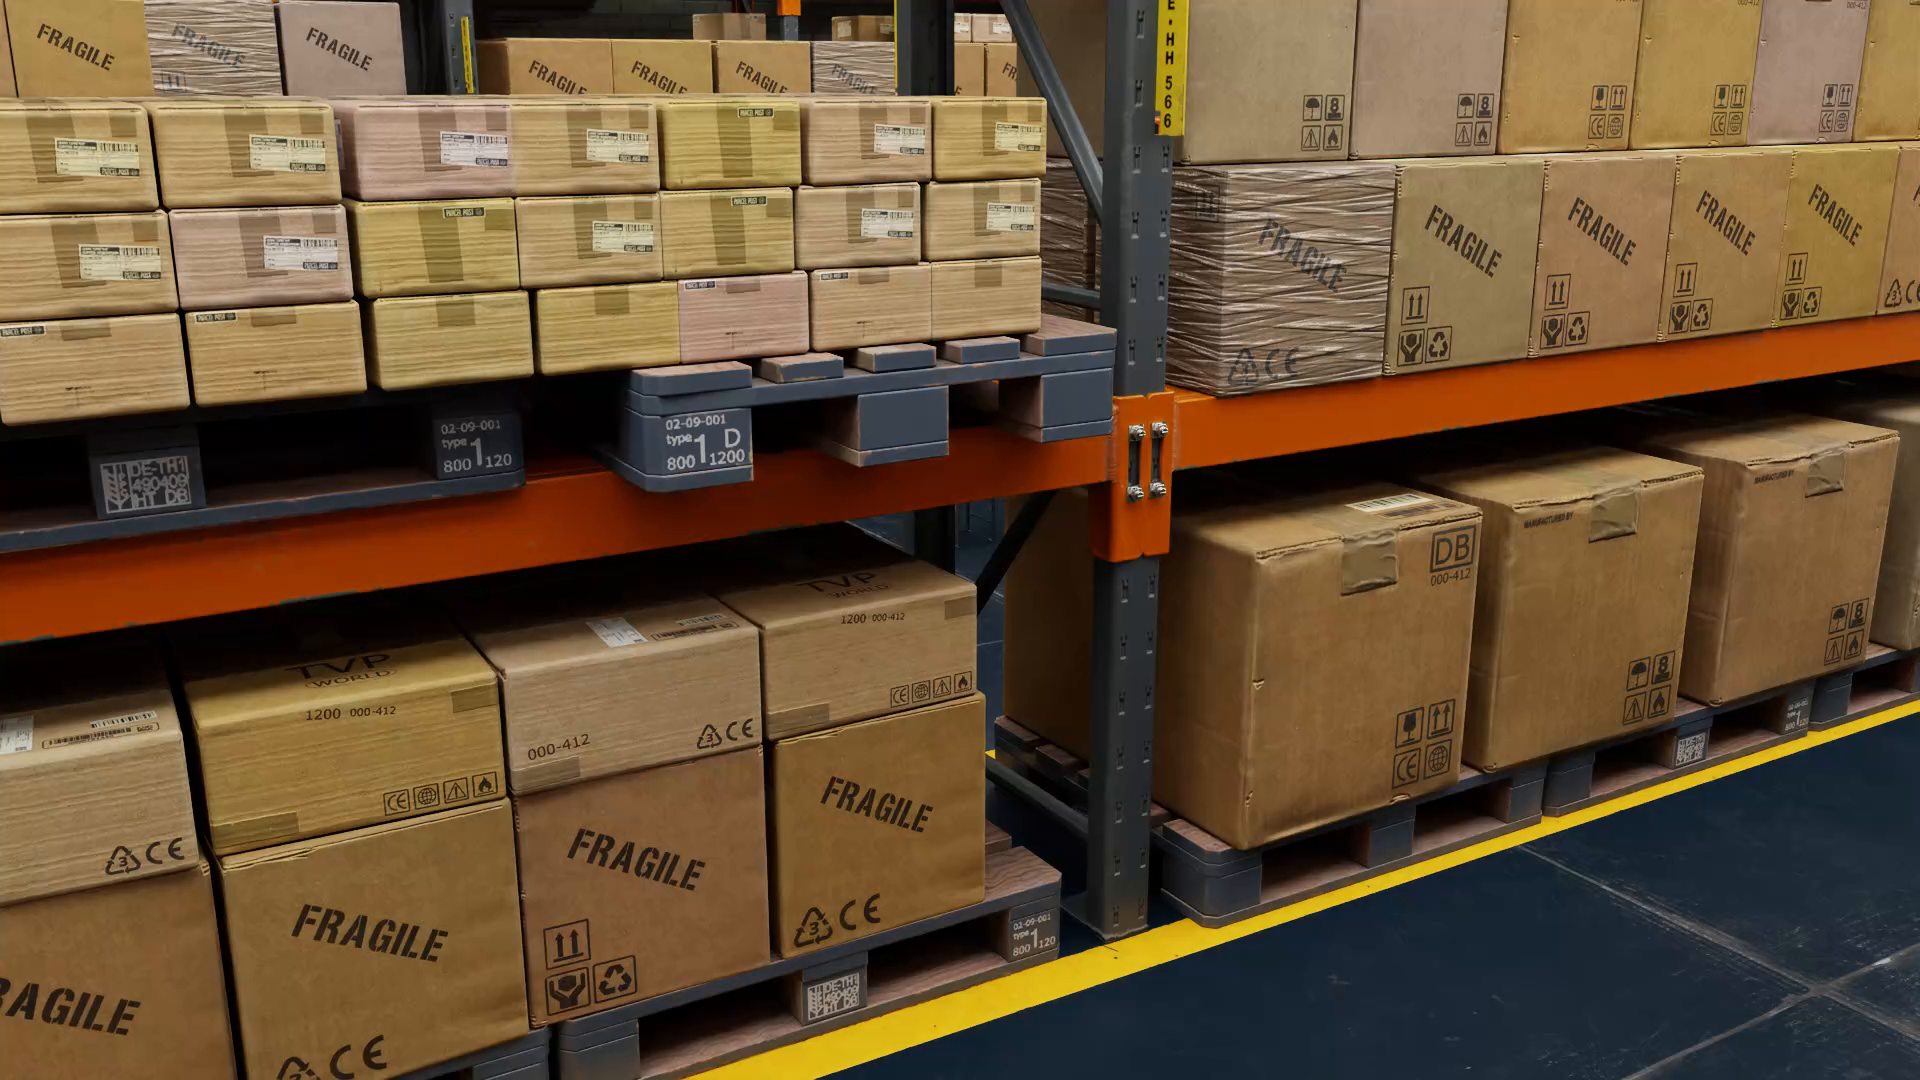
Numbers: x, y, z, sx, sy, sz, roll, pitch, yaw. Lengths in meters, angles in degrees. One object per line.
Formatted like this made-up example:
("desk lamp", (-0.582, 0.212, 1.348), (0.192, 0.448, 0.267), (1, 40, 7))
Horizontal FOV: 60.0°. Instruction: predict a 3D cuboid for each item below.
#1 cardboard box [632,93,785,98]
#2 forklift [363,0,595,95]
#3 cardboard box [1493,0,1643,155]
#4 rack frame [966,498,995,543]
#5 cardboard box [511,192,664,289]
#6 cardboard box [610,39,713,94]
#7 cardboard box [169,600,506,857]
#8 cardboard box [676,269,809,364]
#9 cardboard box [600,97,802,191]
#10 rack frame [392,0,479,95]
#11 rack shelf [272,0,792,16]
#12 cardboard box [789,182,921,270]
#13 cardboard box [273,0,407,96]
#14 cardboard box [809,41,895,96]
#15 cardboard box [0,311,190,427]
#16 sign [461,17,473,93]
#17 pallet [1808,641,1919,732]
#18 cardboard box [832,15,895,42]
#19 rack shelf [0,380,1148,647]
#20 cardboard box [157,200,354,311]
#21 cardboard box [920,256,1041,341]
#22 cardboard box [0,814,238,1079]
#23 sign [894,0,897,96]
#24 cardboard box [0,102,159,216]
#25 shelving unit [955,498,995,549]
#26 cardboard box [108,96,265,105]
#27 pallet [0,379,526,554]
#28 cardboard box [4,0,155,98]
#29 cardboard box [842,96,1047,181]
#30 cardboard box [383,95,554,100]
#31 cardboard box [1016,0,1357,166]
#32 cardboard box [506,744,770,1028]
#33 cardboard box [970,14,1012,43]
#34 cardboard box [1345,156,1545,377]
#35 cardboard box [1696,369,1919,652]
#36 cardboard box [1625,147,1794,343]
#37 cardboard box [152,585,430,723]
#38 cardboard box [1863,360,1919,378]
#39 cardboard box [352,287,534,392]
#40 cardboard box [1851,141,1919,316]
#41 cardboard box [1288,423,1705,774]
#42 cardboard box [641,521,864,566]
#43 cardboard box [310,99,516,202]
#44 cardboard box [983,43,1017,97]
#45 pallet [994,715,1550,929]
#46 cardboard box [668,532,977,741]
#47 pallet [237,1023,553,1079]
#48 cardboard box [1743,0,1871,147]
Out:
("cardboard box", (-0.579, -0.913, 3.696), (0.250, 0.149, 0.380), (-10, 18, -31))
("forklift", (-2.861, -2.392, 10.513), (3.031, 2.935, 1.130), (-9, 18, -29))
("cardboard box", (1.407, -1.335, 4.578), (0.500, 0.500, 0.700), (-10, 18, -31))
("rack frame", (0.091, -0.592, 7.300), (0.006, 1.200, 0.240), (-9, 18, -30))
("cardboard box", (-0.710, -0.544, 2.930), (0.250, 0.149, 0.380), (-9, 18, -30))
("cardboard box", (-1.543, -2.211, 8.226), (0.500, 0.500, 0.500), (-8, 18, -27))
("cardboard box", (-1.177, 0.333, 3.130), (0.500, 0.250, 0.500), (-9, 18, -28))
("cardboard box", (-0.475, -0.440, 3.108), (0.250, 0.149, 0.380), (-9, 18, -29))
("cardboard box", (-0.480, -0.726, 3.027), (0.250, 0.149, 0.380), (-9, 18, -28))
("rack frame", (-2.490, -1.734, 8.040), (0.127, 3.000, 1.000), (-9, 18, -30))
("rack shelf", (-3.336, -4.258, 12.819), (4.000, 0.370, 1.077), (-9, 18, -30))
("cardboard box", (-0.271, -0.616, 3.187), (0.250, 0.149, 0.380), (-8, 18, -28))
("cardboard box", (-2.799, -2.132, 7.419), (0.500, 0.500, 0.500), (-10, 18, -31))
("cardboard box", (-0.658, -2.354, 8.736), (0.500, 0.500, 0.500), (-10, 19, -32))
("cardboard box", (-1.375, -0.294, 2.588), (0.250, 0.149, 0.380), (-10, 19, -32))
("sign", (-2.202, -2.164, 7.427), (0.005, 0.325, 0.100), (-9, 18, -30))
("pallet", (2.952, 0.308, 5.919), (1.213, 0.211, 1.003), (-9, 18, -30))
("cardboard box", (-0.525, -2.838, 9.260), (0.250, 0.149, 0.380), (-8, 18, -27))
("rack shelf", (-1.569, 0.021, 3.109), (4.000, 0.370, 1.077), (-9, 18, -30))
("cardboard box", (-1.148, -0.474, 2.679), (0.250, 0.149, 0.380), (-9, 18, -28))
("cardboard box", (-0.041, -0.509, 3.357), (0.250, 0.149, 0.380), (-9, 18, -29))
("cardboard box", (-1.619, 0.763, 2.983), (0.500, 0.500, 0.500), (-9, 18, -29))
("sign", (-0.143, -1.289, 4.304), (0.005, 0.325, 0.100), (-9, 18, -30))
("cardboard box", (-1.372, -0.581, 2.512), (0.250, 0.149, 0.380), (-9, 18, -28))
("shelving unit", (0.012, -0.580, 7.255), (0.189, 1.200, 0.258), (-9, 18, -30))
("cardboard box", (-1.476, -0.768, 3.179), (0.250, 0.149, 0.380), (-9, 18, -28))
("pallet", (-1.530, -0.226, 3.015), (1.213, 0.211, 1.003), (-9, 18, -30))
("cardboard box", (-3.664, -1.991, 6.917), (0.500, 0.500, 0.500), (-9, 18, -30))
("cardboard box", (-0.039, -0.797, 3.280), (0.250, 0.149, 0.380), (-10, 19, -32))
("cardboard box", (-1.019, -0.844, 3.447), (0.250, 0.149, 0.380), (-10, 19, -32))
("cardboard box", (0.535, -1.193, 4.070), (0.500, 0.500, 0.700), (-9, 18, -30))
("cardboard box", (-0.731, 0.622, 3.488), (0.500, 0.500, 0.500), (-8, 18, -27))
("cardboard box", (0.075, -2.781, 9.057), (0.250, 0.149, 0.380), (-10, 18, -31))
("cardboard box", (1.104, -0.723, 4.245), (0.500, 0.500, 0.500), (-9, 18, -30))
("cardboard box", (3.088, -0.171, 5.853), (0.750, 0.750, 1.050), (-9, 18, -30))
("cardboard box", (1.964, -0.861, 4.740), (0.500, 0.500, 0.500), (-9, 18, -30))
("cardboard box", (-1.436, 0.213, 3.555), (0.500, 0.250, 0.500), (-9, 18, -29))
("cardboard box", (4.149, -0.410, 6.472), (0.875, 0.875, 0.875), (-9, 18, -29))
("cardboard box", (-0.920, -0.368, 2.852), (0.250, 0.149, 0.380), (-10, 19, -32))
("cardboard box", (2.831, -1.003, 5.244), (0.500, 0.500, 0.500), (-9, 18, -30))
("cardboard box", (1.461, 0.092, 4.915), (0.750, 0.750, 1.050), (-9, 18, -29))
("cardboard box", (-0.570, 0.077, 4.042), (0.500, 0.250, 0.500), (-10, 19, -32))
("cardboard box", (-0.916, -0.656, 2.777), (0.250, 0.149, 0.380), (-9, 18, -30))
("cardboard box", (0.236, -2.497, 9.247), (0.500, 0.500, 0.500), (-9, 18, -29))
("pallet", (0.860, 0.647, 4.709), (1.213, 0.211, 1.003), (-9, 18, -30))
("cardboard box", (-0.306, 0.193, 3.628), (0.500, 0.250, 0.500), (-10, 18, -31))
("pallet", (-1.570, 1.016, 3.393), (1.213, 0.211, 1.003), (-9, 18, -30))
("cardboard box", (2.278, -1.476, 5.081), (0.500, 0.500, 0.700), (-9, 18, -29))
